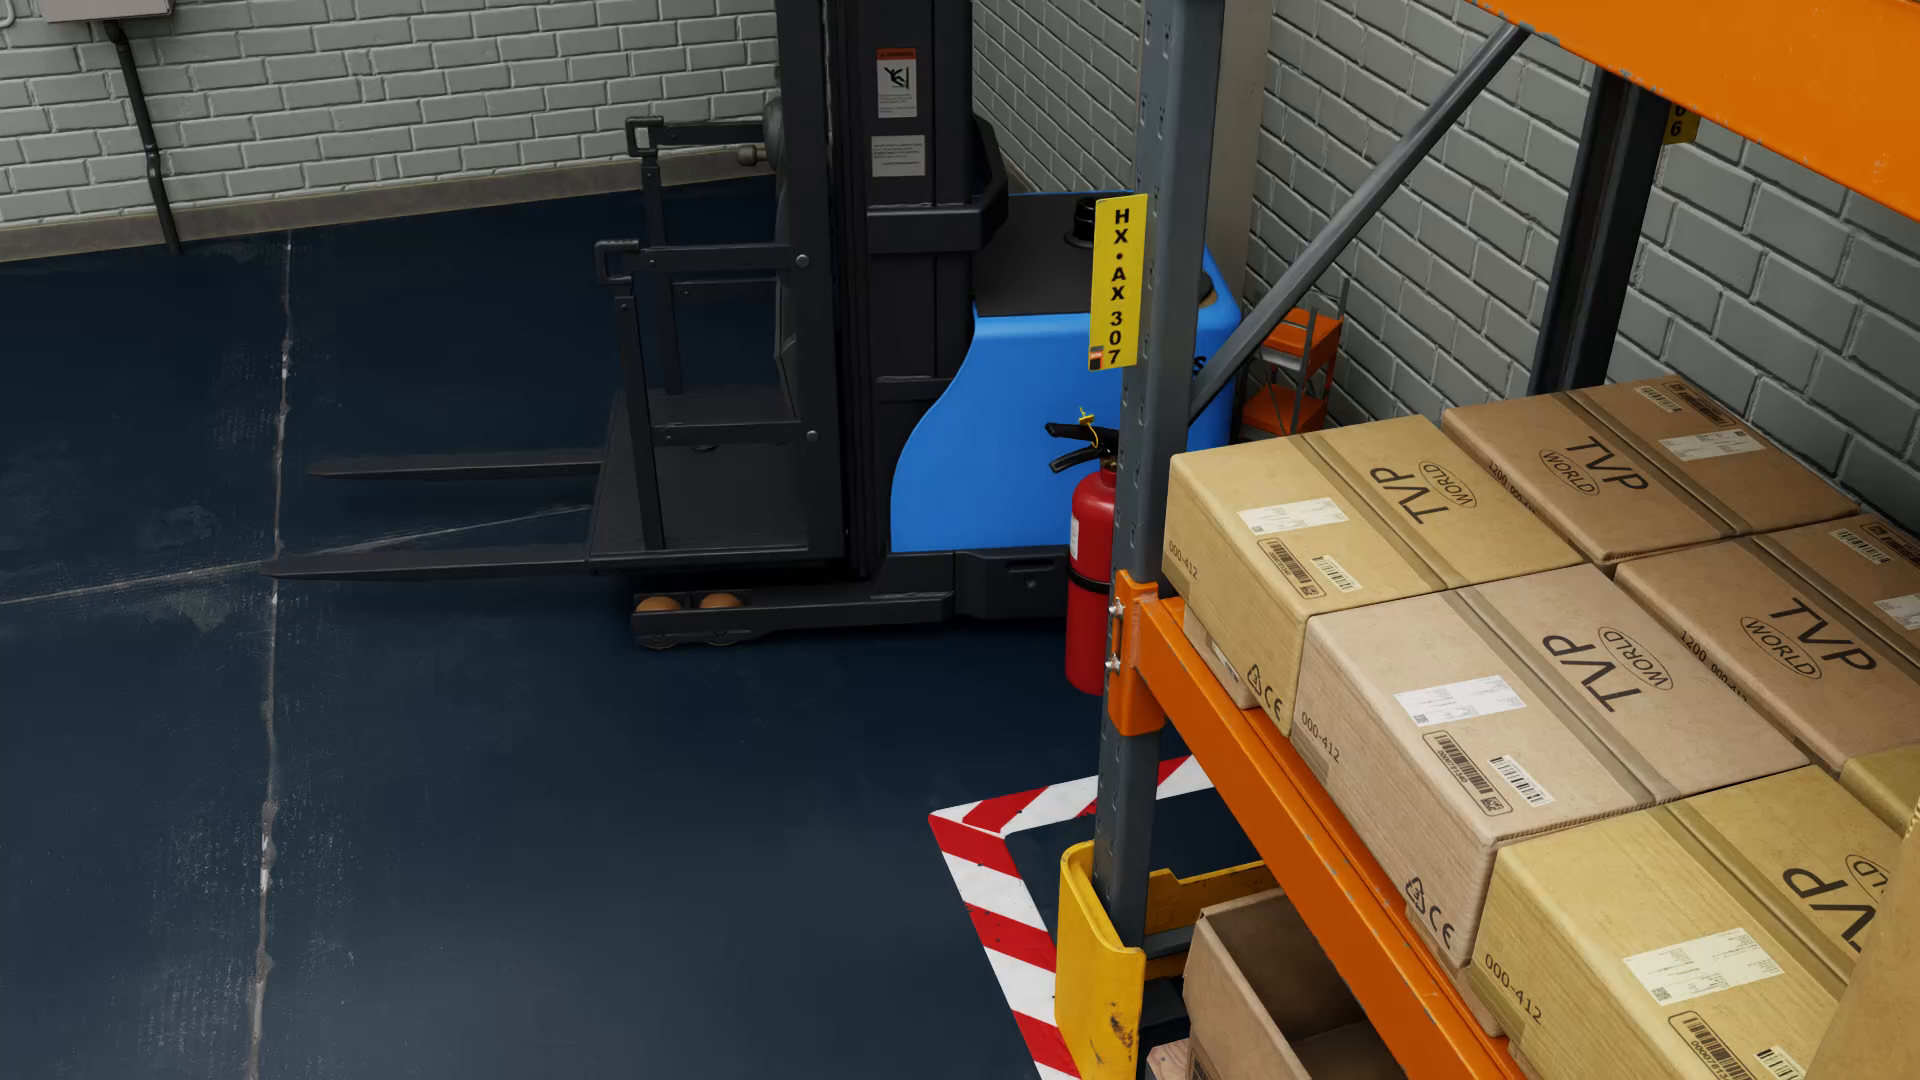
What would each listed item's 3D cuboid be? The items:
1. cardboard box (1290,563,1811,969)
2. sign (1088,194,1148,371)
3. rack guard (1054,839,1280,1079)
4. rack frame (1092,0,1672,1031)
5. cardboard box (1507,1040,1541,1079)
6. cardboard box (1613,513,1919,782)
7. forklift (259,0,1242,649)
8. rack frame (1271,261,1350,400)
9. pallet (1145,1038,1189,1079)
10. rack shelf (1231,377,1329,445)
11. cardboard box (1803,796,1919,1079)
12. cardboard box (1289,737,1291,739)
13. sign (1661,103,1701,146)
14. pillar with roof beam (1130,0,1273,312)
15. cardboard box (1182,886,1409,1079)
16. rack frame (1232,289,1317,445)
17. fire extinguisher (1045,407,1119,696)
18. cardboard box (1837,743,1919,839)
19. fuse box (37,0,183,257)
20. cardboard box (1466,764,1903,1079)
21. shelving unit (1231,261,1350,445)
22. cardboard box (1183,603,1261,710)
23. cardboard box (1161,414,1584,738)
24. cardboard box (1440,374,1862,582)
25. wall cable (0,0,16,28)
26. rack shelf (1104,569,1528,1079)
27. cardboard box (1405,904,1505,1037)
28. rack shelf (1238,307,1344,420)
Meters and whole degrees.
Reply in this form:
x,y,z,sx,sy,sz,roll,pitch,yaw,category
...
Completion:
x,y,z,sx,sy,sz,roll,pitch,yaw,category
0.832,0.308,2.430,0.500,0.250,0.500,-10,35,-14,cardboard box
0.279,-0.449,2.923,0.100,0.325,0.005,-10,35,-15,sign
0.819,0.904,3.929,1.175,0.500,0.348,-10,35,-15,rack guard
0.796,-0.179,3.300,1.000,3.000,0.127,-10,35,-15,rack frame
0.975,0.684,2.222,0.380,0.149,0.250,-9,35,-14,cardboard box
1.345,0.227,2.551,0.500,0.250,0.500,-10,35,-15,cardboard box
-0.706,-1.184,4.882,3.031,2.935,1.130,-3,34,-4,forklift
1.082,-0.394,5.386,0.200,1.050,0.008,22,40,26,rack frame
1.063,1.443,3.375,1.003,0.211,1.213,-10,35,-15,pallet
1.014,-0.330,5.308,0.215,0.259,0.240,22,40,26,rack shelf
1.136,0.518,1.432,0.500,0.500,0.500,-9,35,-14,cardboard box
0.757,0.270,2.848,0.380,0.149,0.250,-9,35,-14,cardboard box
1.331,-0.877,3.019,0.100,0.325,0.005,-10,35,-15,sign
-3.268,-3.525,2.922,9.100,9.000,0.400,-10,35,-15,pillar with roof beam
0.892,1.024,3.362,0.797,0.503,0.637,-11,35,-17,cardboard box
0.946,-0.283,5.218,0.200,1.050,0.008,22,40,26,rack frame
0.311,0.009,3.423,0.296,0.674,0.183,-10,35,-15,fire extinguisher
1.492,0.488,2.157,0.500,0.250,0.500,-9,34,-13,cardboard box
-3.627,-2.038,7.282,0.539,1.711,0.414,-10,35,-15,fuse box
0.990,0.573,2.028,0.500,0.250,0.500,-11,35,-16,cardboard box
1.014,-0.339,5.302,0.215,1.050,0.252,22,40,26,shelving unit
0.635,0.145,3.038,0.380,0.149,0.250,-10,35,-15,cardboard box
0.678,0.043,2.830,0.500,0.250,0.500,-10,35,-14,cardboard box
1.189,-0.044,2.961,0.500,0.250,0.500,-9,35,-13,cardboard box
-4.325,-2.967,6.598,0.588,1.984,0.122,-10,35,-15,wall cable
1.406,1.171,1.909,1.077,0.370,4.000,-10,35,-15,rack shelf
0.889,0.546,2.431,0.380,0.149,0.250,-9,34,-13,cardboard box
1.023,-0.563,5.146,0.215,0.259,0.240,22,40,26,rack shelf
